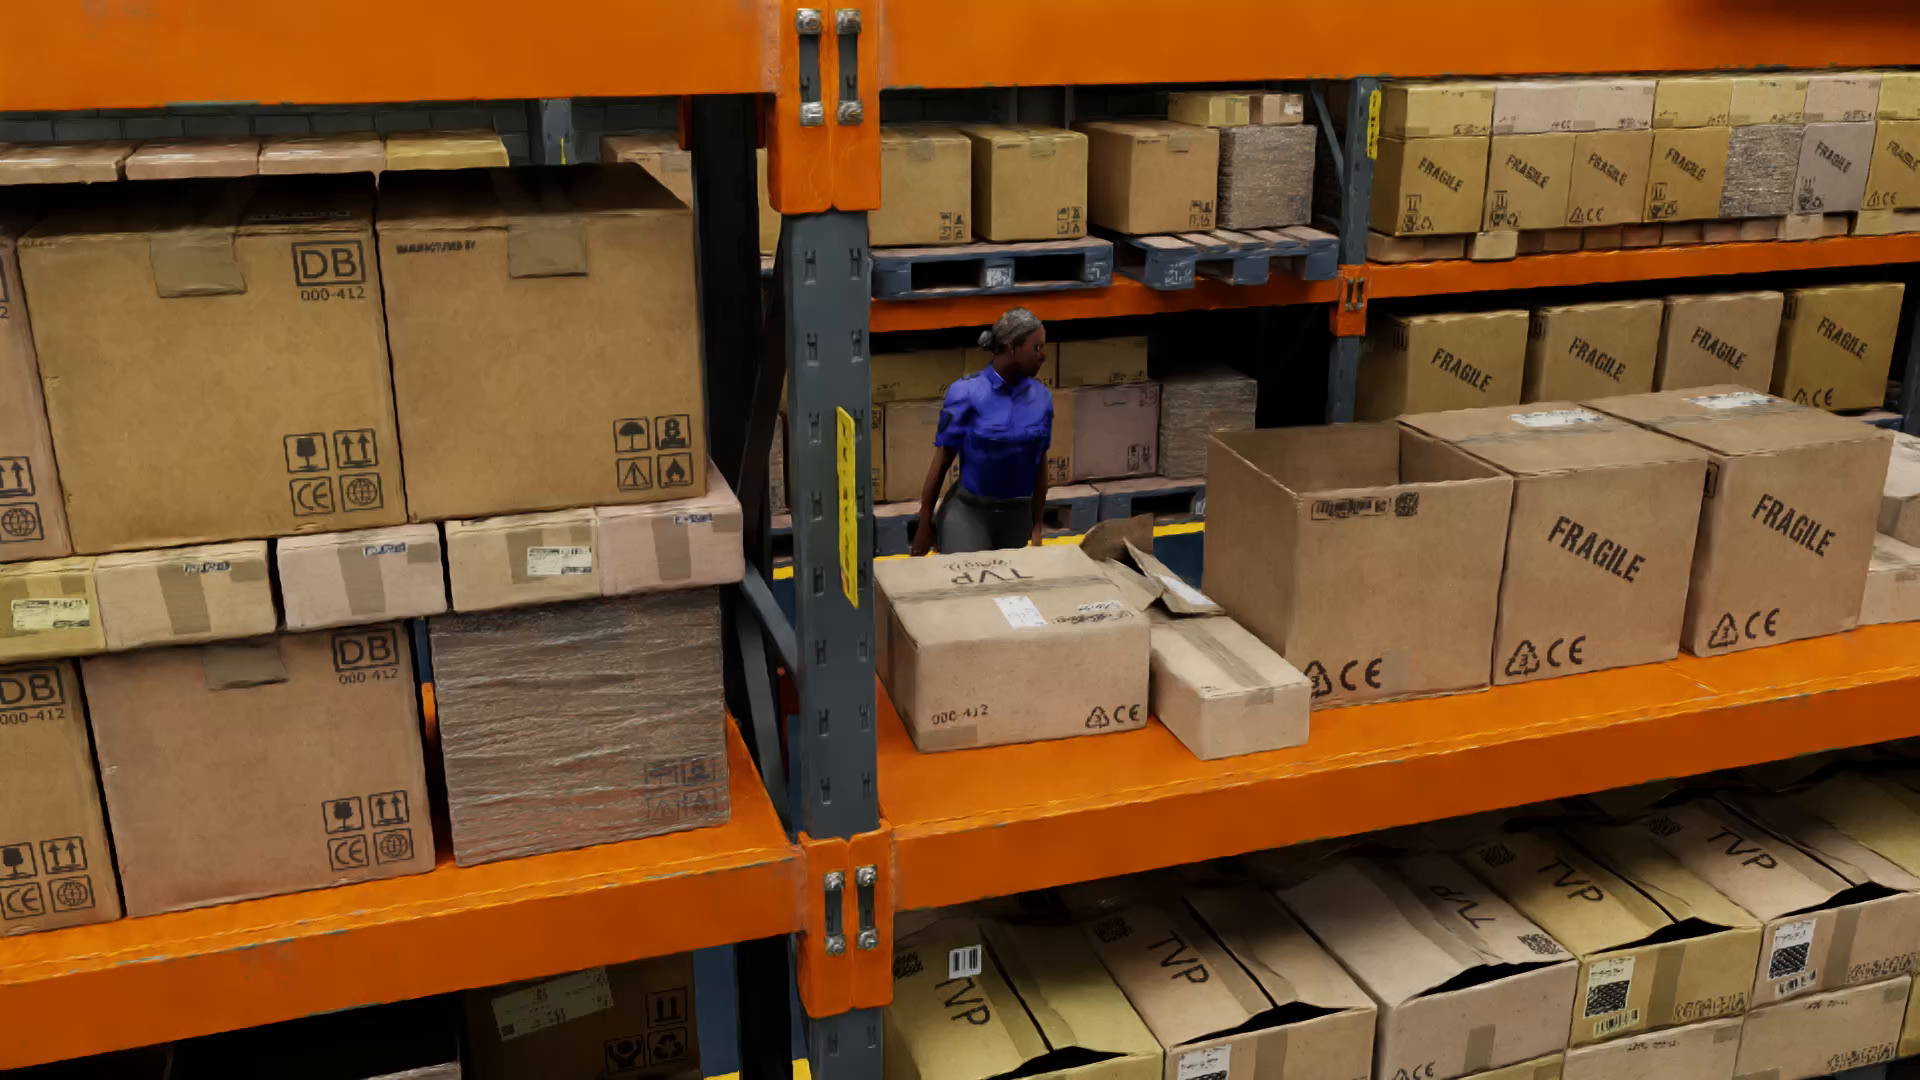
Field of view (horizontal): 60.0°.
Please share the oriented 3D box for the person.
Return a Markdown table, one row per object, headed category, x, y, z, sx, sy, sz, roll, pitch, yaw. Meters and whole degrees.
| category | x | y | z | sx | sy | sz | roll | pitch | yaw |
| --- | --- | --- | --- | --- | --- | --- | --- | --- | --- |
| person | 0.071 | -0.005 | 6.083 | 0.663 | 1.640 | 0.427 | -9 | 21 | -23 |
